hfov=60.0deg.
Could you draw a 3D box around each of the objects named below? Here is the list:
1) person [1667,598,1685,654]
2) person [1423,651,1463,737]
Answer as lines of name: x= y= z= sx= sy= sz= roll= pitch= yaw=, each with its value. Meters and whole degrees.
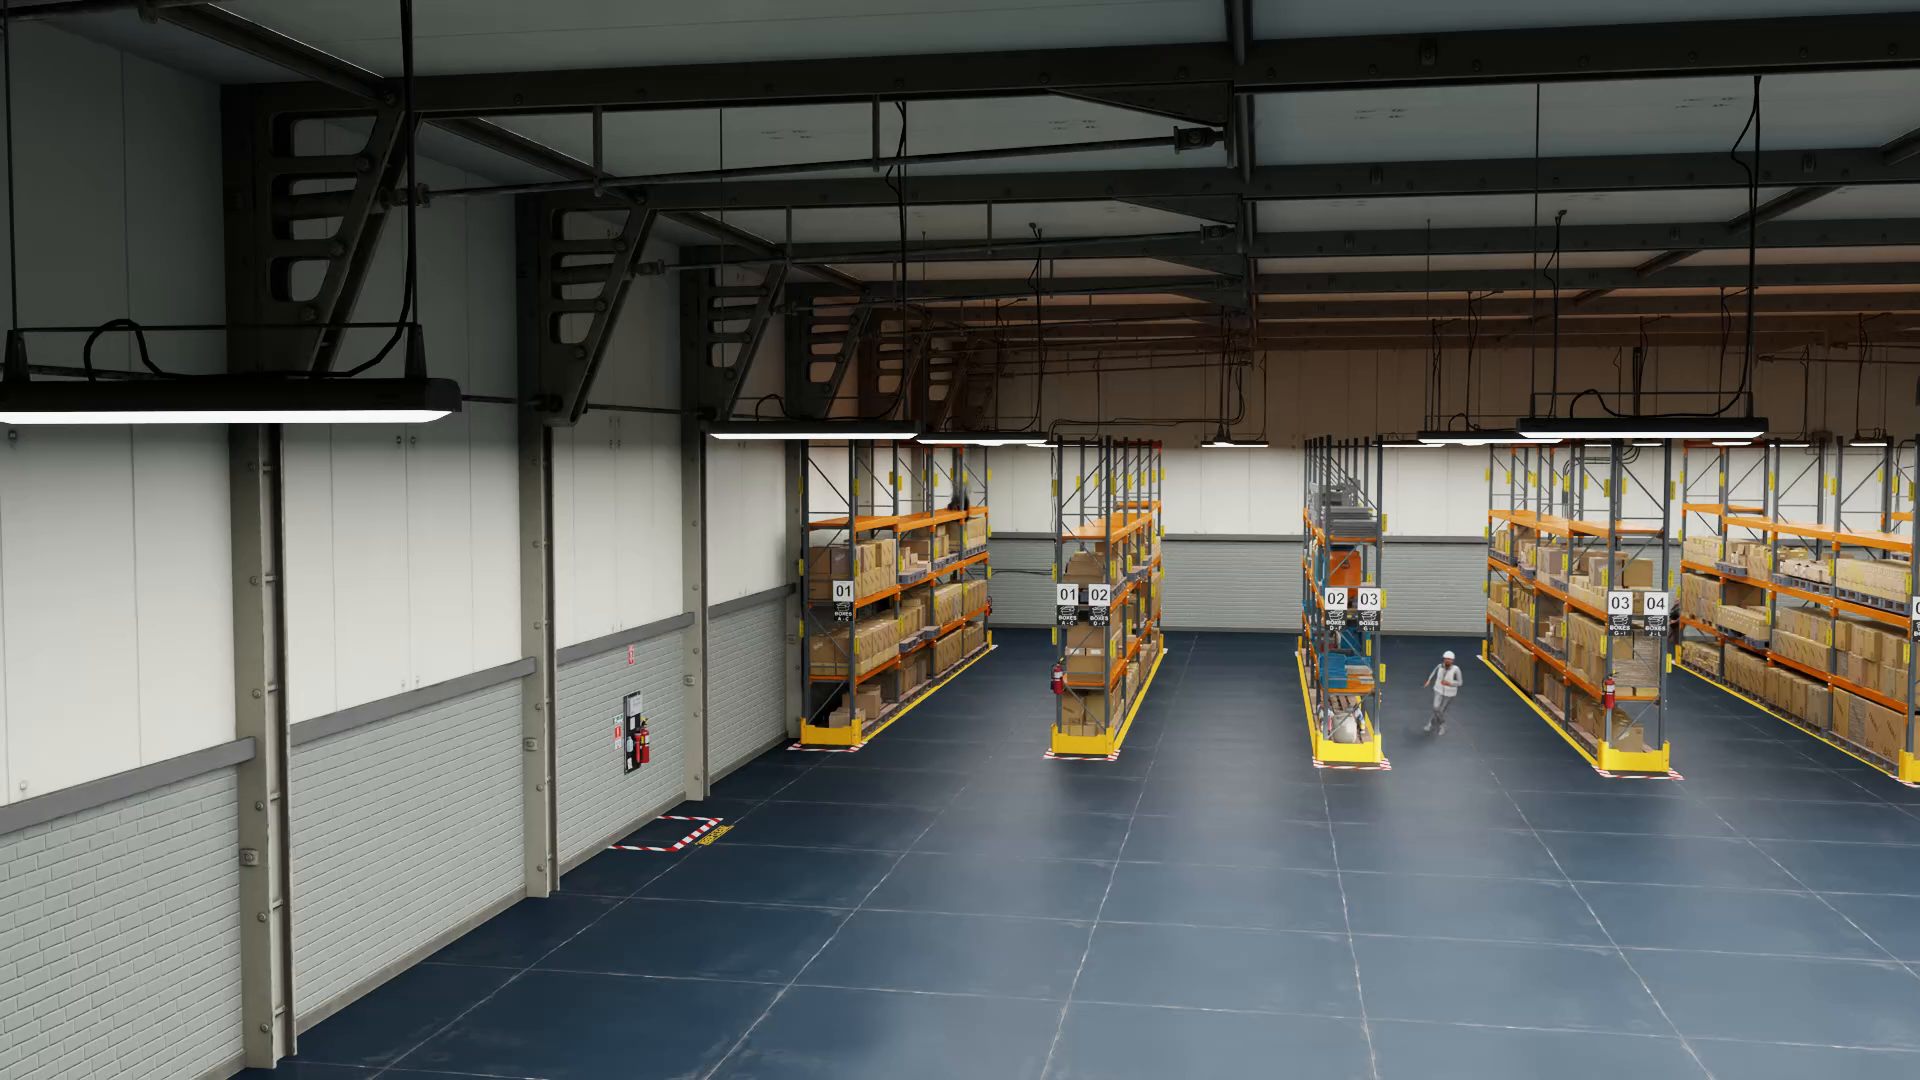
person: x=19.680 y=2.424 z=45.595 sx=0.877 sy=1.718 sz=0.689 roll=-1 pitch=3 yaw=-12
person: x=9.685 y=3.064 z=33.354 sx=0.780 sy=1.703 sz=0.701 roll=1 pitch=3 yaw=22
